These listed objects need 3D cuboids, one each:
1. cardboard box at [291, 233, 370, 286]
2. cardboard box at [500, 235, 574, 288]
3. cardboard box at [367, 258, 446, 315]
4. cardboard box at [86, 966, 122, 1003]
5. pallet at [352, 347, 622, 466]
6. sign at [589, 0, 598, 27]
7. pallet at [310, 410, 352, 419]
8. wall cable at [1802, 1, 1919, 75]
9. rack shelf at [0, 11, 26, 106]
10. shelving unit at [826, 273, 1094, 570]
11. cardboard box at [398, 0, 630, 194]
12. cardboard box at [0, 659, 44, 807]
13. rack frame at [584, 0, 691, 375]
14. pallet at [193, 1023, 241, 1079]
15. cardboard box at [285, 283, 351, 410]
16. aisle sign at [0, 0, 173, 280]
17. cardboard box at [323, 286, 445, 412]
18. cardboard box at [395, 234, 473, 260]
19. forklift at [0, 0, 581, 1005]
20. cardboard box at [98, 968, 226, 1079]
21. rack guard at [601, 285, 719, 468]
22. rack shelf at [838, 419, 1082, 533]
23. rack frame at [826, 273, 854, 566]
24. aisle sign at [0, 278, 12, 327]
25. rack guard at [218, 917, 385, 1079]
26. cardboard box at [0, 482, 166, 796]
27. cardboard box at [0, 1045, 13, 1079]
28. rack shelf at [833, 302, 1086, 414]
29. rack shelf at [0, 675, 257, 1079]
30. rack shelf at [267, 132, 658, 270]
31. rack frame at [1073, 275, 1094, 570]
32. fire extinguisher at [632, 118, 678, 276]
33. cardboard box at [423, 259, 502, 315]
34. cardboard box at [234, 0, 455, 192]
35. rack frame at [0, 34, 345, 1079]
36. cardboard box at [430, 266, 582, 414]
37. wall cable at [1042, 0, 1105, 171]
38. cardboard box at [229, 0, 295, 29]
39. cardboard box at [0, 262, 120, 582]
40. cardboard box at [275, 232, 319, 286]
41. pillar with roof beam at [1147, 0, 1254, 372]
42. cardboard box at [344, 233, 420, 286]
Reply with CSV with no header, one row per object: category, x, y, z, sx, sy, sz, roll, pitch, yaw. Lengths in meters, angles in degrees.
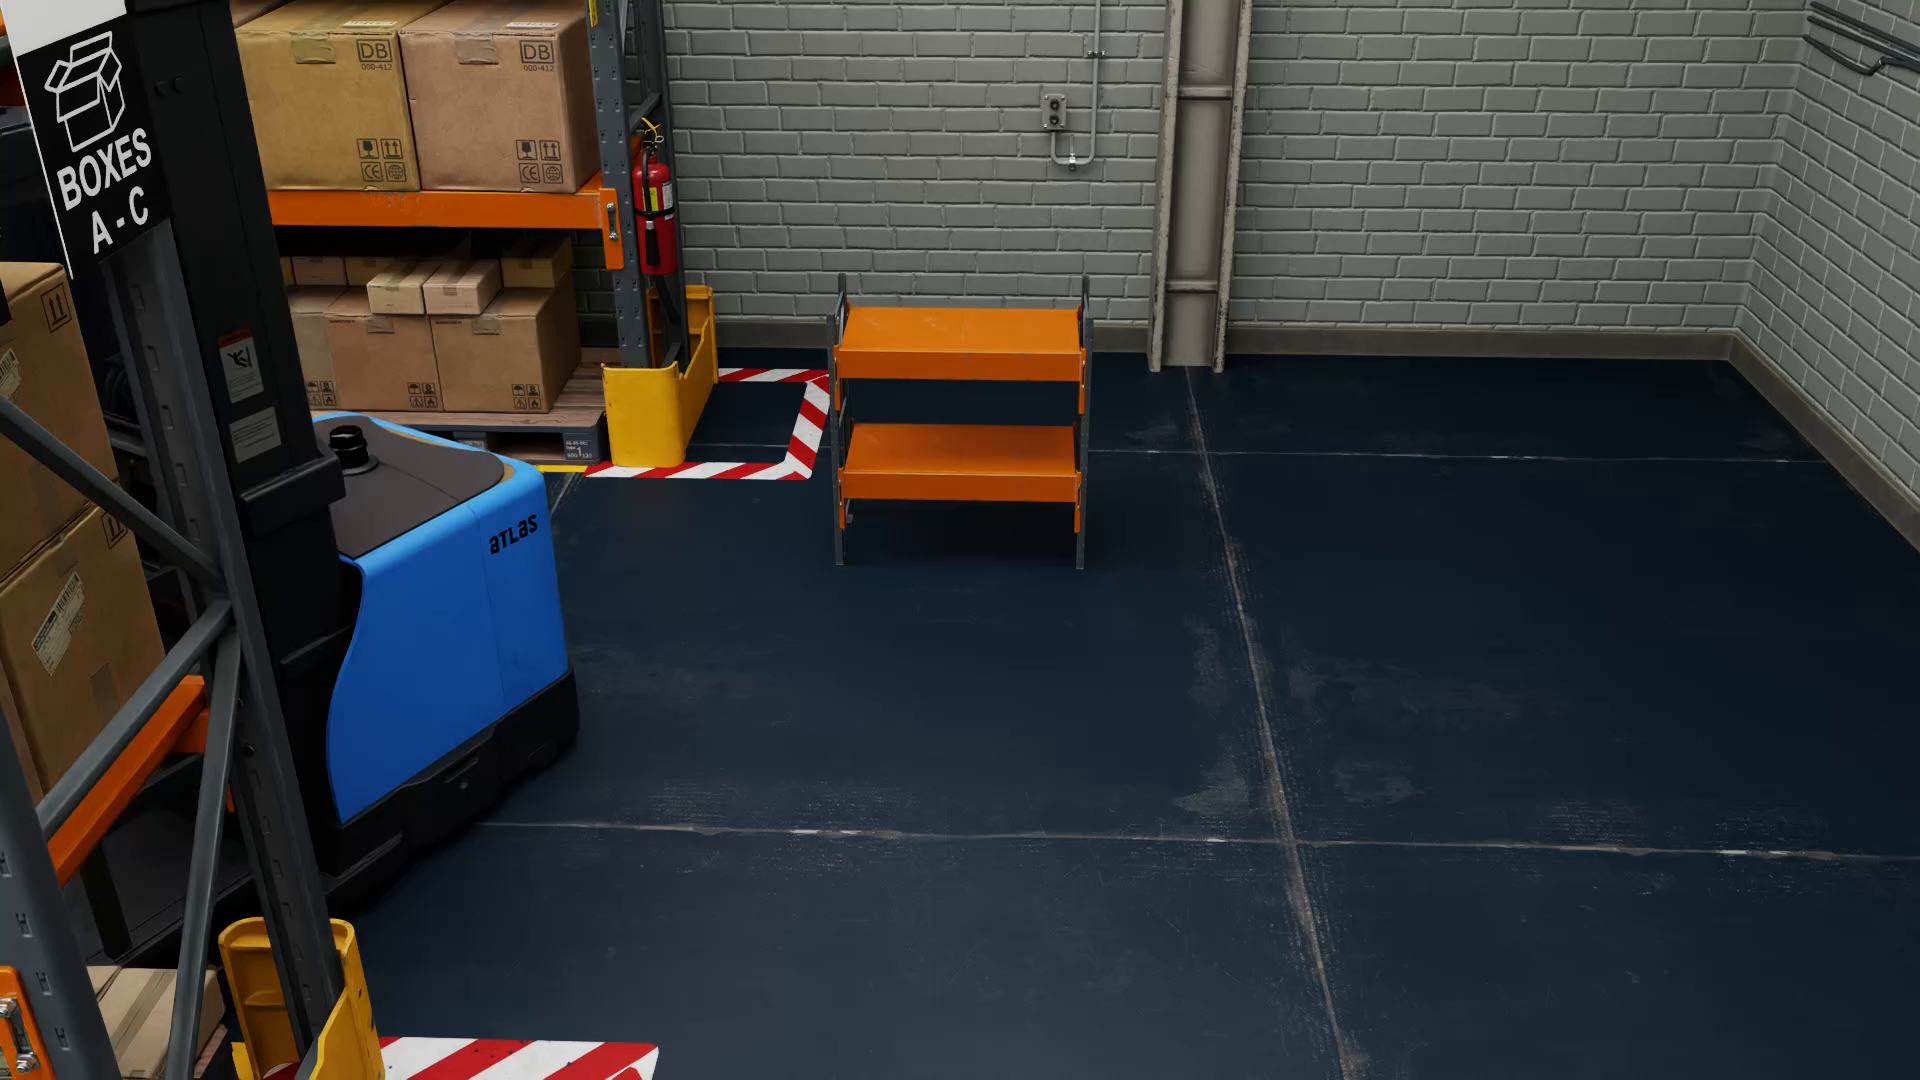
cardboard box,-3.082,-1.384,8.185,0.250,0.149,0.380,1,28,3
cardboard box,-2.071,-1.367,8.155,0.250,0.149,0.380,1,28,2
cardboard box,-2.594,-1.197,7.832,0.250,0.149,0.380,2,28,3
cardboard box,-2.328,1.261,4.224,0.250,0.166,0.380,1,28,2
pallet,-2.302,-0.688,8.322,1.213,0.211,1.003,1,28,2
sign,-1.533,-2.306,6.908,0.005,0.325,0.100,1,28,2
pallet,-3.518,-0.709,8.363,1.213,0.211,1.003,1,28,2
wall cable,4.140,-2.961,6.544,0.112,2.526,3.097,1,28,2
rack shelf,-3.670,-0.665,2.867,4.000,0.370,1.077,1,28,2
shelving unit,0.007,-0.497,6.986,1.048,1.125,0.538,1,28,2
cardboard box,-2.010,-2.080,7.650,0.700,0.700,0.980,2,28,4
cardboard box,-2.129,0.451,3.089,0.500,0.500,0.500,2,28,3
rack frame,-1.500,-1.943,7.713,0.127,3.000,1.000,1,28,2
pallet,-2.544,1.594,4.019,1.213,0.211,1.003,1,28,2
cardboard box,-3.206,-1.005,8.165,0.500,0.500,0.700,0,28,0
aisle sign,-1.593,-0.909,2.987,0.004,0.787,0.394,1,28,2
cardboard box,-2.703,-0.997,8.149,0.500,0.500,0.700,1,28,2
cardboard box,-2.578,-1.375,8.170,0.250,0.149,0.380,1,28,2
forklift,-2.523,-0.108,4.324,1.130,2.935,3.031,16,32,27
cardboard box,-2.078,1.273,4.220,0.250,0.149,0.380,1,28,2
rack guard,-1.476,-0.838,8.298,0.348,0.500,1.175,1,28,2
rack shelf,0.007,-0.281,7.101,1.000,0.278,0.538,1,28,2
rack frame,-0.501,-0.505,7.002,0.032,1.125,0.500,1,28,2
aisle sign,-1.614,-0.629,2.458,0.004,0.787,0.394,1,28,2
rack guard,-1.747,1.479,3.927,0.348,0.500,1.175,1,28,2
cardboard box,-2.105,0.201,3.562,0.500,0.500,0.500,2,28,3
cardboard box,-2.223,1.392,3.621,0.500,0.500,0.500,1,28,2
rack shelf,0.007,-0.755,6.849,1.000,0.278,0.538,1,28,2
rack shelf,-3.670,0.660,3.570,4.000,0.370,1.077,1,28,2
rack shelf,-3.499,-1.659,7.944,4.000,0.370,1.077,1,28,2
rack frame,0.515,-0.488,6.970,0.032,1.125,0.500,1,28,2
fire extinguisher,-1.366,-1.526,7.407,0.183,0.674,0.296,1,28,2
cardboard box,-2.338,-1.193,7.825,0.250,0.149,0.380,1,28,1
cardboard box,-2.738,-2.086,7.663,0.700,0.700,0.980,1,28,1
rack frame,-1.671,0.374,3.342,0.053,2.616,0.949,1,28,2
cardboard box,-2.203,-0.989,8.134,0.500,0.500,0.700,1,28,2
wall cable,-0.187,-2.814,8.271,1.851,1.984,0.084,1,28,2
cardboard box,-3.499,-2.103,7.695,0.700,0.700,0.980,0,28,-1
cardboard box,-2.105,-0.241,3.328,0.500,0.500,0.500,2,28,3
cardboard box,-3.338,-1.387,8.193,0.250,0.149,0.380,1,28,2
pillar with roof beam,1.077,-2.939,3.187,0.400,9.000,9.100,1,28,2
cardboard box,-2.828,-1.380,8.178,0.250,0.149,0.380,1,28,2
